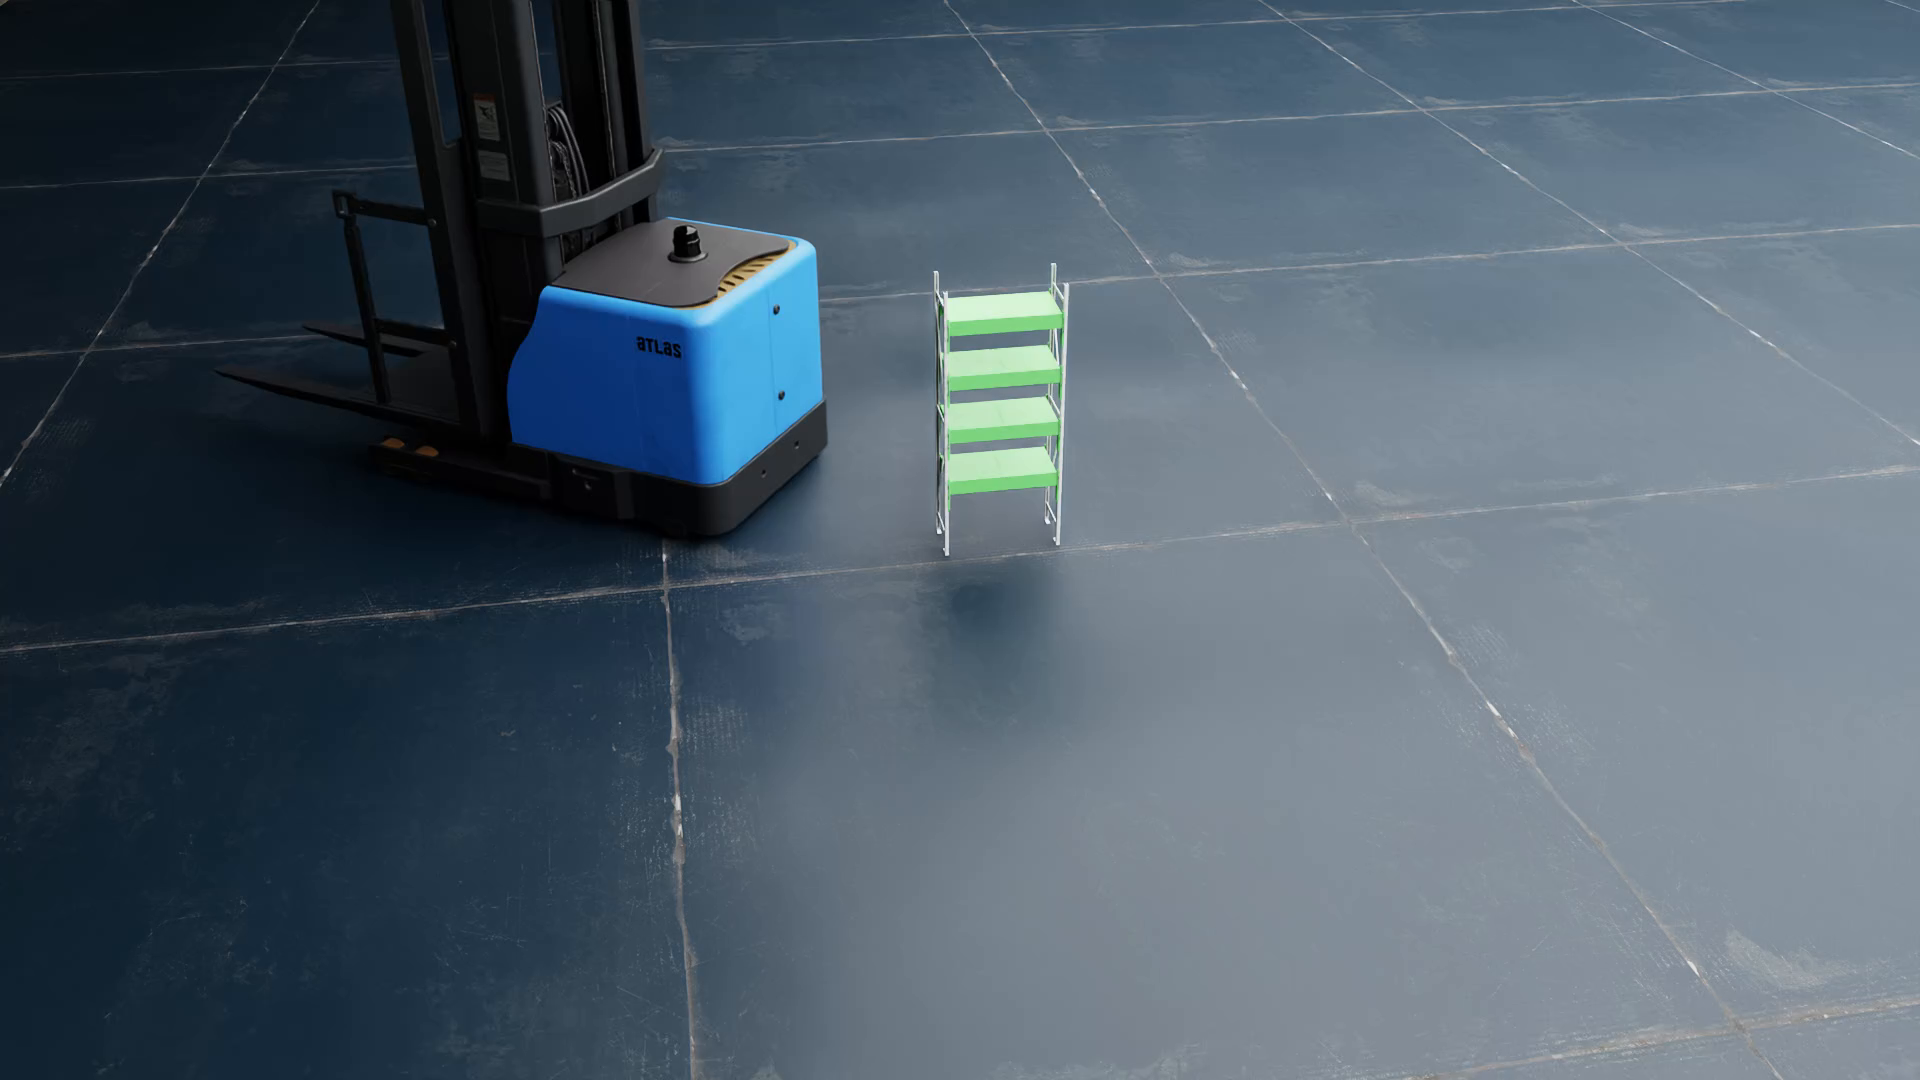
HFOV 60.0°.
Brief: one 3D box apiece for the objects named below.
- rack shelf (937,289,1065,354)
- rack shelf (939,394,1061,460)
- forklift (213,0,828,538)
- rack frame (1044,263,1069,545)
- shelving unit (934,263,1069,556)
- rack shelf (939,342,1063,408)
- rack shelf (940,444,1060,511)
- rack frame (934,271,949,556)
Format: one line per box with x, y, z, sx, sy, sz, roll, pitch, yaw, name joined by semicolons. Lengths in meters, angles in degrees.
0.163;-0.891;6.761;0.480;0.148;0.258;-5;31;-9;rack shelf
0.163;-0.477;7.004;0.480;0.148;0.258;-5;31;-9;rack shelf
-2.189;-1.759;7.349;3.031;2.935;1.130;13;33;21;forklift
0.403;-0.555;7.009;0.015;1.200;0.240;-5;31;-9;rack frame
0.163;-0.532;6.972;0.503;1.200;0.258;-5;31;-9;shelving unit
0.163;-0.684;6.882;0.480;0.148;0.258;-5;31;-9;rack shelf
0.163;-0.270;7.126;0.480;0.148;0.258;-5;31;-9;rack shelf
-0.077;-0.510;6.934;0.015;1.200;0.240;-5;31;-9;rack frame
